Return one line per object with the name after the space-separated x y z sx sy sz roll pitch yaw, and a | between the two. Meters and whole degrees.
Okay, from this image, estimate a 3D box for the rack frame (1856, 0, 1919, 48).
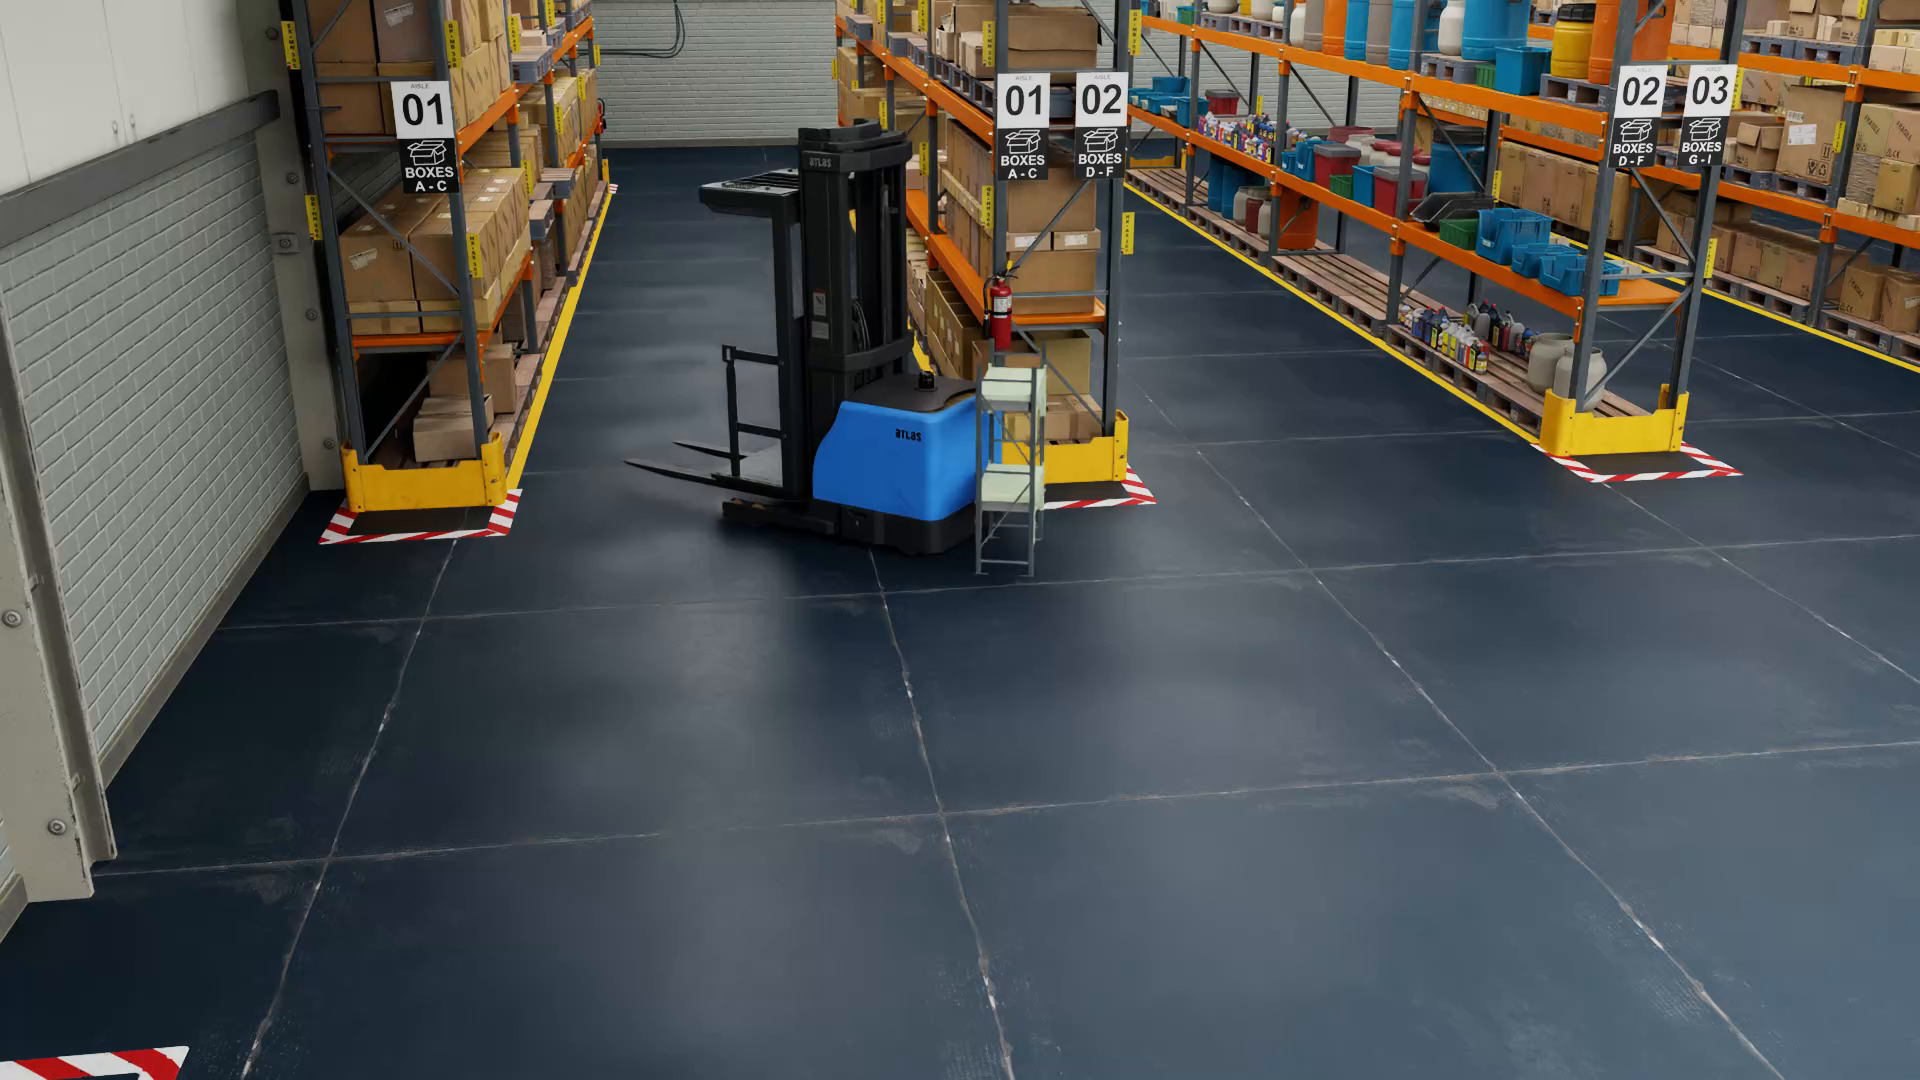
9.984 -6.623 17.086 1.000 3.000 0.127 -3 21 -8 | rack frame

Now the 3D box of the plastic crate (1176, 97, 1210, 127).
3.525 -6.497 25.262 0.392 0.384 0.575 -3 21 -8 | plastic crate

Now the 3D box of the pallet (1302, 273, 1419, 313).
4.752 -2.949 19.811 1.003 0.211 1.213 -3 21 -8 | pallet

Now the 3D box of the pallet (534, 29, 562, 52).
-5.442 -5.985 19.935 1.213 0.211 1.003 -2 21 -5 | pallet

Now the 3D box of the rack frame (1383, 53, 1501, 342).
5.083 -3.562 17.467 1.000 3.000 0.127 -3 21 -8 | rack frame

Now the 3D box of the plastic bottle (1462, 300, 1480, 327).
5.319 -2.312 17.276 0.144 0.351 0.185 -3 21 -8 | plastic bottle

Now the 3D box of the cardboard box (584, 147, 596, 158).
-6.014 -6.186 26.537 0.380 0.149 0.250 -2 21 -6 | cardboard box

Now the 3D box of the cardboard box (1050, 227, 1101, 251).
0.914 -2.426 13.355 0.380 0.149 0.250 -3 21 -8 | cardboard box

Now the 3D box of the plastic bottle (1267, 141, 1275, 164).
4.026 -5.011 21.513 0.061 0.283 0.133 -3 21 -8 | plastic bottle

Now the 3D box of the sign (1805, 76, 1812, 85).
13.218 -7.173 25.896 0.100 0.325 0.005 -3 21 -8 | sign

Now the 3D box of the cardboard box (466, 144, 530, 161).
-4.959 -3.914 17.636 0.700 0.500 0.500 0 20 0 | cardboard box

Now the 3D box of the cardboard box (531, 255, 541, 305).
-5.083 -2.881 18.587 0.700 0.500 0.500 -3 21 -8 | cardboard box

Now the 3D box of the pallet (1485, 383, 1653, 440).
5.490 -1.177 15.065 1.003 0.211 1.213 -3 21 -8 | pallet

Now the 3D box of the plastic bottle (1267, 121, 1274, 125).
4.432 -5.853 23.777 0.152 0.276 0.135 -3 21 -8 | plastic bottle

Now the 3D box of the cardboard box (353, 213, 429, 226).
-4.485 -2.295 13.189 0.500 0.500 0.500 -3 21 -7 | cardboard box

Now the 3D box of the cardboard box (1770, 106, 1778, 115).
13.357 -6.946 26.885 0.380 0.149 0.250 -2 21 -6 | cardboard box

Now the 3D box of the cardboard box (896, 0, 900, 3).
-0.526 -6.947 20.670 0.500 0.500 0.500 -3 21 -8 | cardboard box

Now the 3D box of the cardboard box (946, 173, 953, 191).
0.064 -3.475 16.163 0.380 0.149 0.250 -3 21 -7 | cardboard box

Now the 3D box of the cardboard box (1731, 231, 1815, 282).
9.786 -3.421 20.032 0.700 0.500 0.500 -5 21 -12 | cardboard box

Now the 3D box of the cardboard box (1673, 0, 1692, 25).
9.221 -6.708 20.744 0.500 0.500 0.500 -3 21 -7 | cardboard box

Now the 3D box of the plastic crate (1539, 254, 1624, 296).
5.292 -2.266 14.209 0.499 0.251 0.616 -3 21 -8 | plastic crate

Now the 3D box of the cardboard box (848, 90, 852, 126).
-1.450 -6.647 25.583 0.500 0.500 0.500 -2 21 -7 | cardboard box

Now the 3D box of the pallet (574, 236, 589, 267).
-5.509 -3.840 22.195 1.003 0.211 1.213 -3 21 -8 | pallet

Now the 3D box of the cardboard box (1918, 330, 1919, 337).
10.260 -2.289 17.029 0.500 0.500 0.500 -5 21 -13 | cardboard box

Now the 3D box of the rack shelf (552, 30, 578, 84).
-5.585 -6.208 21.292 1.077 0.370 4.000 -3 21 -8 | rack shelf

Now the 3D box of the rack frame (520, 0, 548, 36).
-5.297 -7.258 18.788 1.000 3.000 0.127 -3 21 -8 | rack frame

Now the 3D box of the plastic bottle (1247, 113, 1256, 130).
4.244 -6.000 24.064 0.144 0.351 0.185 -3 21 -8 | plastic bottle

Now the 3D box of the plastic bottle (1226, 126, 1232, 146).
3.776 -5.650 23.241 0.097 0.271 0.097 0 20 0 | plastic bottle

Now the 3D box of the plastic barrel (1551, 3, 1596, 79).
5.370 -4.256 14.167 0.600 0.588 0.600 0 20 0 | plastic barrel

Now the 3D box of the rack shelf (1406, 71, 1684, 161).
5.371 -3.938 15.214 1.077 0.370 4.000 -3 21 -8 | rack shelf

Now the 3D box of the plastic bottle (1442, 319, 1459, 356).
4.877 -2.015 16.480 0.144 0.351 0.185 -3 21 -8 | plastic bottle

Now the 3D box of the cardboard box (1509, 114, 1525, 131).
8.650 -6.457 25.074 0.500 0.500 0.500 -3 21 -8 | cardboard box

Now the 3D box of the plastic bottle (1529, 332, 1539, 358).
5.643 -1.902 16.293 0.097 0.271 0.097 0 20 0 | plastic bottle

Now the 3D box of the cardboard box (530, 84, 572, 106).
-5.415 -5.876 21.994 0.500 0.250 0.500 -3 21 -7 | cardboard box

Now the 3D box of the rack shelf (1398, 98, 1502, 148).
8.543 -6.938 27.532 1.077 0.370 4.000 -3 21 -8 | rack shelf

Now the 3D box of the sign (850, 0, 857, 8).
-1.508 -7.701 23.522 0.100 0.325 0.005 -3 21 -8 | sign

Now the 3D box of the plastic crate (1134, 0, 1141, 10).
3.133 -8.914 27.695 0.497 0.269 0.590 -3 21 -8 | plastic crate

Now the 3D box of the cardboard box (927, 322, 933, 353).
-0.052 -2.047 16.738 0.500 0.250 0.500 -3 21 -8 | cardboard box

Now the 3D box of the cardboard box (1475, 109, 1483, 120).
8.389 -6.731 26.311 0.380 0.149 0.250 -3 21 -9 | cardboard box

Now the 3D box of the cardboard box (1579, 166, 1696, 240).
9.329 -4.638 22.785 1.225 0.875 0.875 -4 21 -10 | cardboard box

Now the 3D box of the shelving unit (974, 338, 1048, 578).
0.359 -0.581 11.627 0.431 1.500 0.755 3 21 7 | shelving unit

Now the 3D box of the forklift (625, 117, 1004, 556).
-1.203 -1.621 12.368 3.031 2.935 1.130 12 23 28 | forklift

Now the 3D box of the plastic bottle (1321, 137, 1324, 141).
4.762 -5.175 21.951 0.061 0.283 0.133 -3 21 -8 | plastic bottle

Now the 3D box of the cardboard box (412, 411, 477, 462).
-4.154 -0.868 13.468 0.500 0.311 0.500 -5 21 -14 | cardboard box

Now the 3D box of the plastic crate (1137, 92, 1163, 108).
3.158 -7.337 27.726 0.416 0.233 0.300 -3 21 -8 | plastic crate

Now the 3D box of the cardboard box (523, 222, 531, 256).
-4.352 -2.853 15.754 0.500 0.250 0.500 -3 21 -8 | cardboard box

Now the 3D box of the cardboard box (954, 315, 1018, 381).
0.227 -1.705 14.752 0.500 0.500 0.500 -3 21 -8 | cardboard box

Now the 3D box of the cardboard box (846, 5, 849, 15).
-1.448 -7.920 25.061 0.500 0.250 0.500 -3 21 -8 | cardboard box

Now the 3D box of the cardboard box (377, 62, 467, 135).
-3.945 -3.268 12.219 0.500 0.500 0.500 -2 21 -6 | cardboard box

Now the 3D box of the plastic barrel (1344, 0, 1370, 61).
4.607 -5.820 18.509 0.600 0.901 0.708 -3 21 -8 | plastic barrel

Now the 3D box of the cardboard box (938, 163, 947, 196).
0.010 -3.810 17.987 0.500 0.500 0.500 -1 21 -4 | cardboard box

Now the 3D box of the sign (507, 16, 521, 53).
-4.185 -4.740 15.594 0.100 0.325 0.005 -3 21 -8 | sign

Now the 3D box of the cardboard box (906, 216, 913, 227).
-0.763 -4.046 21.705 0.500 0.500 0.500 -2 21 -6 | cardboard box

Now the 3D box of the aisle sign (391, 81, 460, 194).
-3.837 -2.886 11.940 0.394 0.787 0.004 -3 21 -8 | aisle sign

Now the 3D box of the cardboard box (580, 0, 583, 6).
-5.853 -8.018 24.581 0.500 0.250 0.500 -3 21 -9 | cardboard box

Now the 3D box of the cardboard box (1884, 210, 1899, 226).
9.850 -3.346 17.248 0.380 0.149 0.250 -3 21 -8 | cardboard box

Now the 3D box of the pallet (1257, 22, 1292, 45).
4.493 -6.534 21.406 1.003 0.211 1.213 -3 21 -8 | pallet
